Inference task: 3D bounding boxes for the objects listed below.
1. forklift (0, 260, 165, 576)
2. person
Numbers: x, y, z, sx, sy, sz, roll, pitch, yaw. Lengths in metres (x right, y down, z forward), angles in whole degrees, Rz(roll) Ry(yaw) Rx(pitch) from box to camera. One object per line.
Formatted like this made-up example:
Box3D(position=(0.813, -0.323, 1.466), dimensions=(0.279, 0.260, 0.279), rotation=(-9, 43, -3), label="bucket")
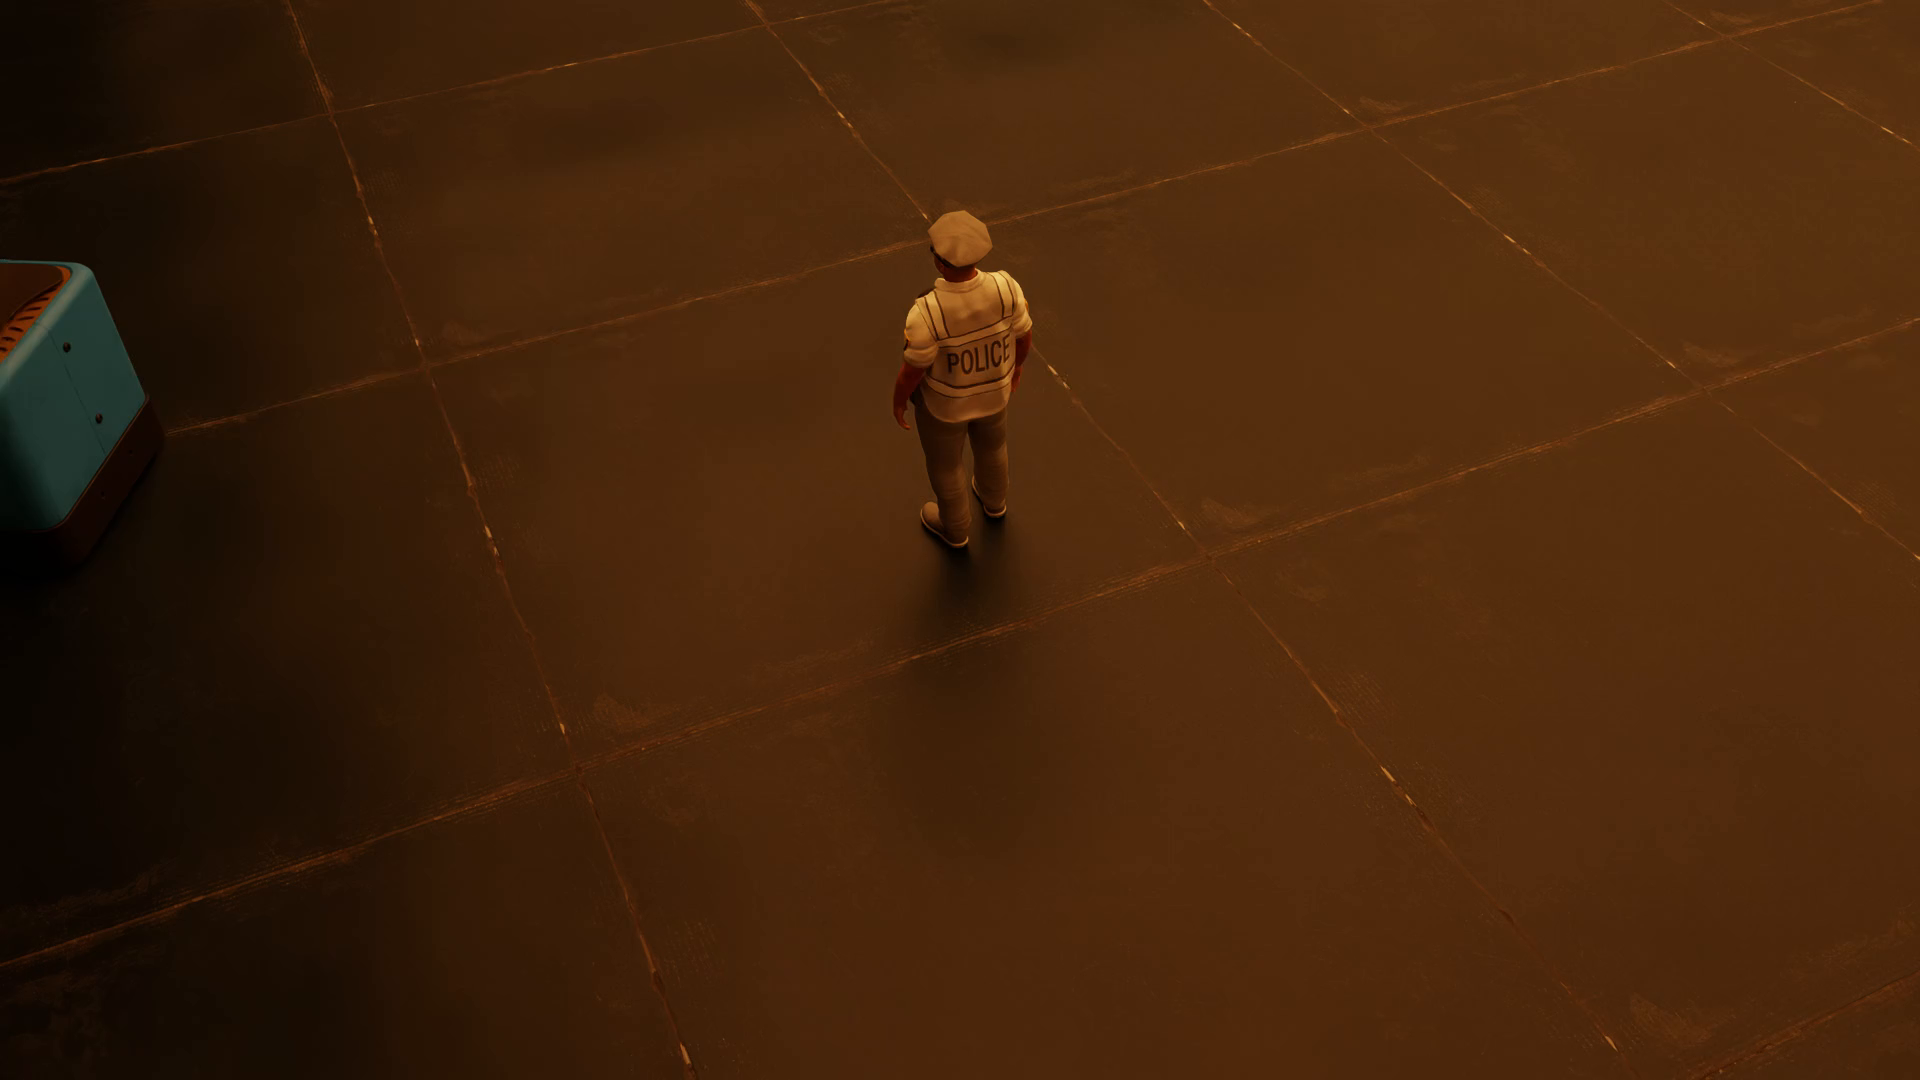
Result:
Box3D(position=(-5.494, -1.298, 7.071), dimensions=(3.031, 2.935, 1.130), rotation=(3, 43, 3), label="forklift")
Box3D(position=(-0.022, -0.709, 7.270), dimensions=(0.641, 1.780, 0.574), rotation=(-18, 46, -18), label="person")
